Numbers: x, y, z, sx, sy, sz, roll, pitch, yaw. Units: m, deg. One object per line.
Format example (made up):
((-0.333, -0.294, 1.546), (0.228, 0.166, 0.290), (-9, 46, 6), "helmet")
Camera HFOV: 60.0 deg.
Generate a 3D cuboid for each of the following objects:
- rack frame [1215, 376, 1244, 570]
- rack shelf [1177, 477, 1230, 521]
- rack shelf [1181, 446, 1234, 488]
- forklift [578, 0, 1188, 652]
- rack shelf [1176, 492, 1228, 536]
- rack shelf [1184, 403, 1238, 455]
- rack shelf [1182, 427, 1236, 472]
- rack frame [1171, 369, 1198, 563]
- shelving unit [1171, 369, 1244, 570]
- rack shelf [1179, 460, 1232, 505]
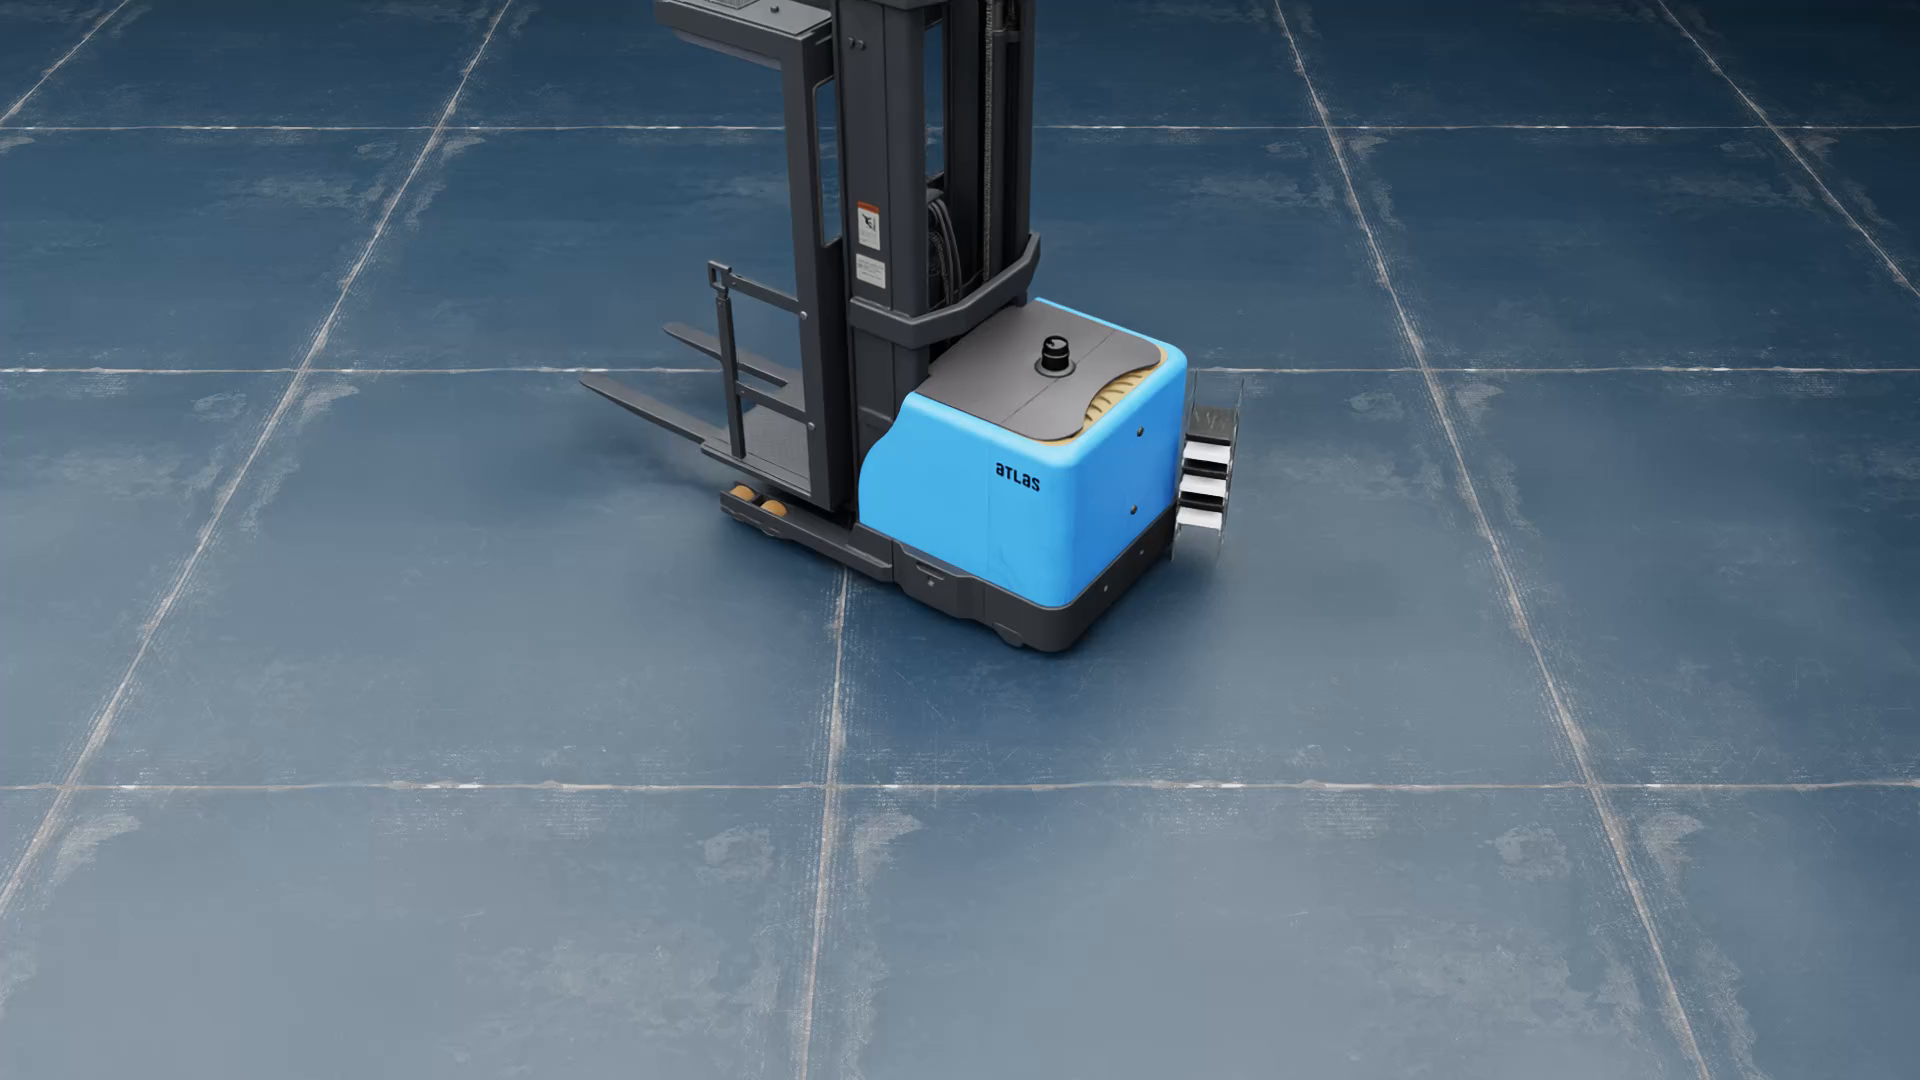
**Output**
((1.198, -0.287, 7.388), (0.006, 0.900, 0.240), (9, 40, 11), "rack frame")
((1.099, -0.207, 7.485), (0.200, 0.077, 0.258), (9, 40, 11), "rack shelf")
((1.099, -0.347, 7.373), (0.200, 0.077, 0.258), (9, 40, 11), "rack shelf")
((-0.513, -1.405, 7.159), (3.031, 2.935, 1.130), (24, 45, 27), "forklift")
((1.099, -0.136, 7.542), (0.200, 0.077, 0.258), (9, 40, 11), "rack shelf")
((1.099, -0.487, 7.260), (0.200, 0.077, 0.258), (9, 40, 11), "rack shelf")
((1.099, -0.417, 7.316), (0.200, 0.077, 0.258), (9, 40, 11), "rack shelf")
((1.001, -0.319, 7.428), (0.006, 0.900, 0.240), (9, 40, 11), "rack frame")
((1.099, -0.303, 7.408), (0.210, 0.900, 0.258), (9, 40, 11), "shelving unit")
((1.099, -0.277, 7.429), (0.200, 0.077, 0.258), (9, 40, 11), "rack shelf")
